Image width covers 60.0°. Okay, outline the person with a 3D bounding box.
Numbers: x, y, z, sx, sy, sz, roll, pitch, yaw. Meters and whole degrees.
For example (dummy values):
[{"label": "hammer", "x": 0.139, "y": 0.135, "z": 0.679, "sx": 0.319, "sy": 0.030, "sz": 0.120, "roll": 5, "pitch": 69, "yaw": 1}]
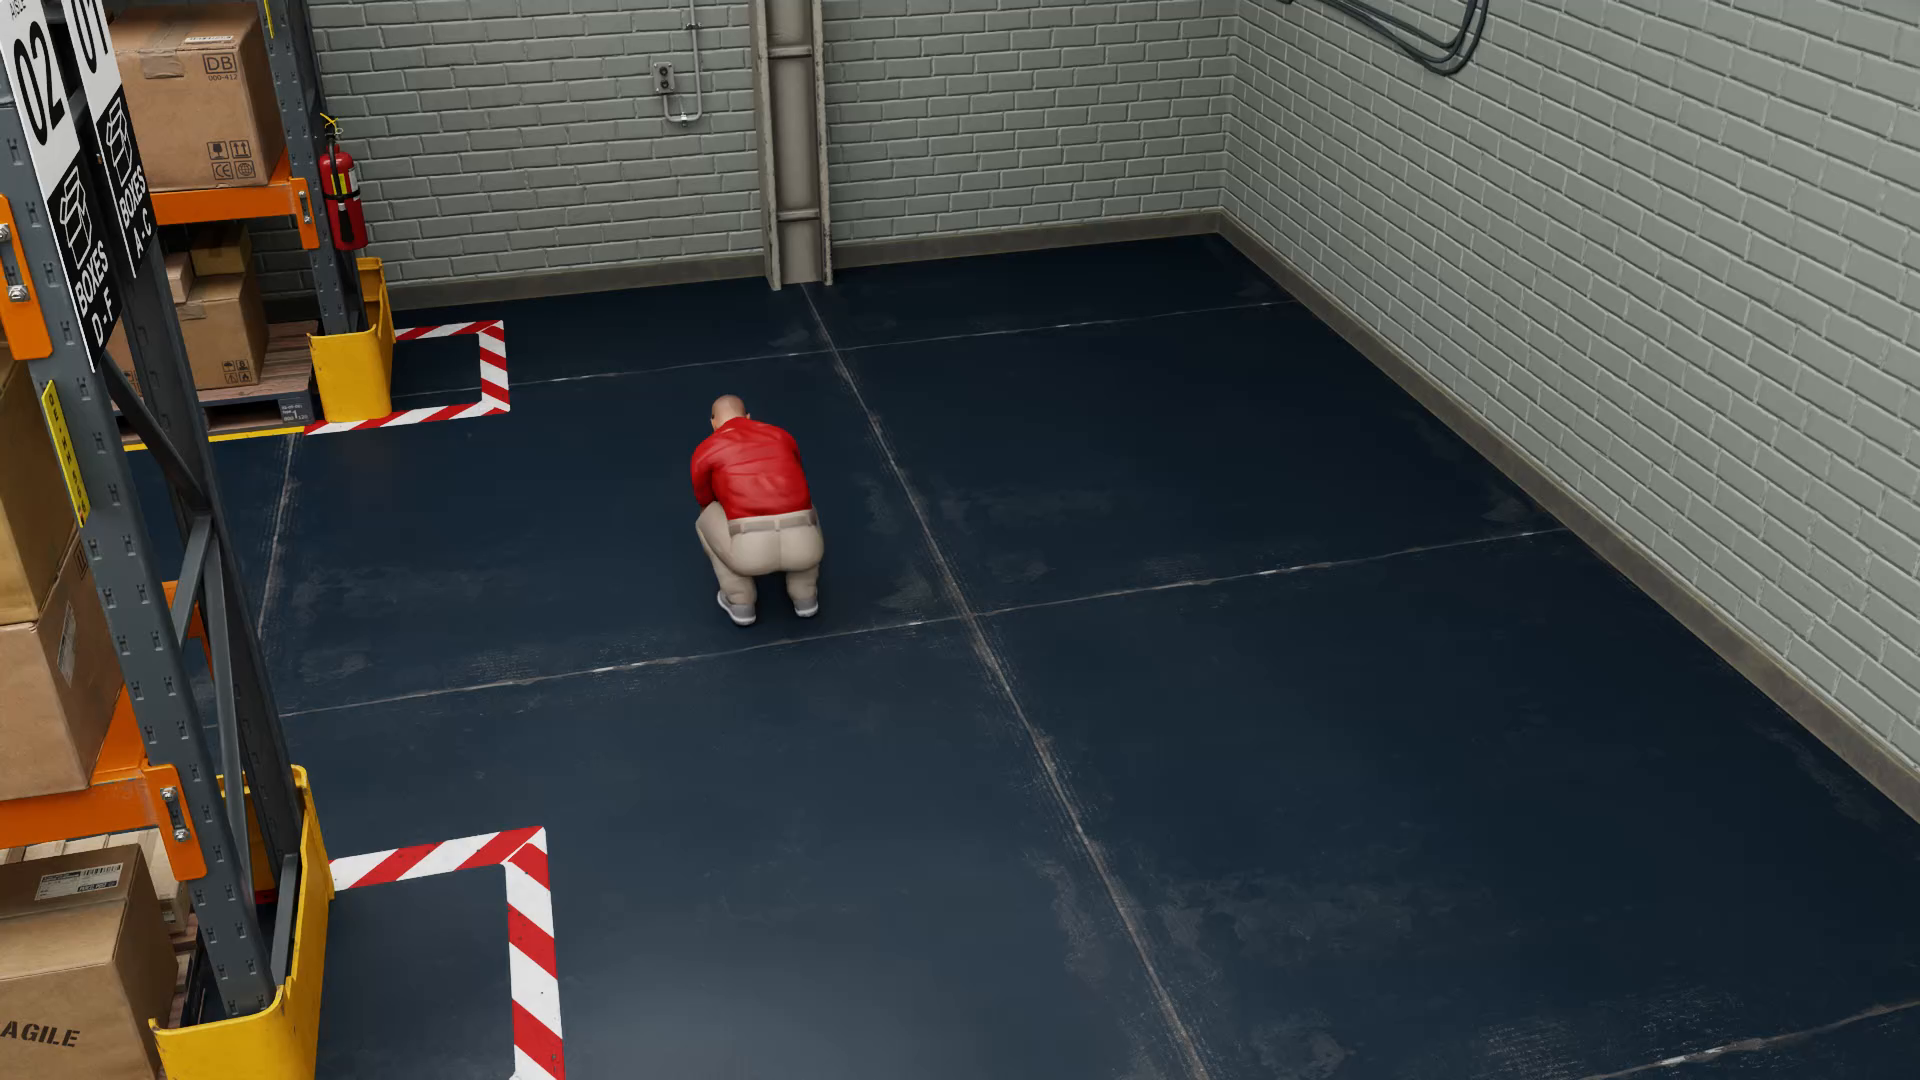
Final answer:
[{"label": "person", "x": -0.889, "y": -0.088, "z": 7.334, "sx": 0.543, "sy": 0.857, "sz": 0.897, "roll": -8, "pitch": 31, "yaw": -14}]
